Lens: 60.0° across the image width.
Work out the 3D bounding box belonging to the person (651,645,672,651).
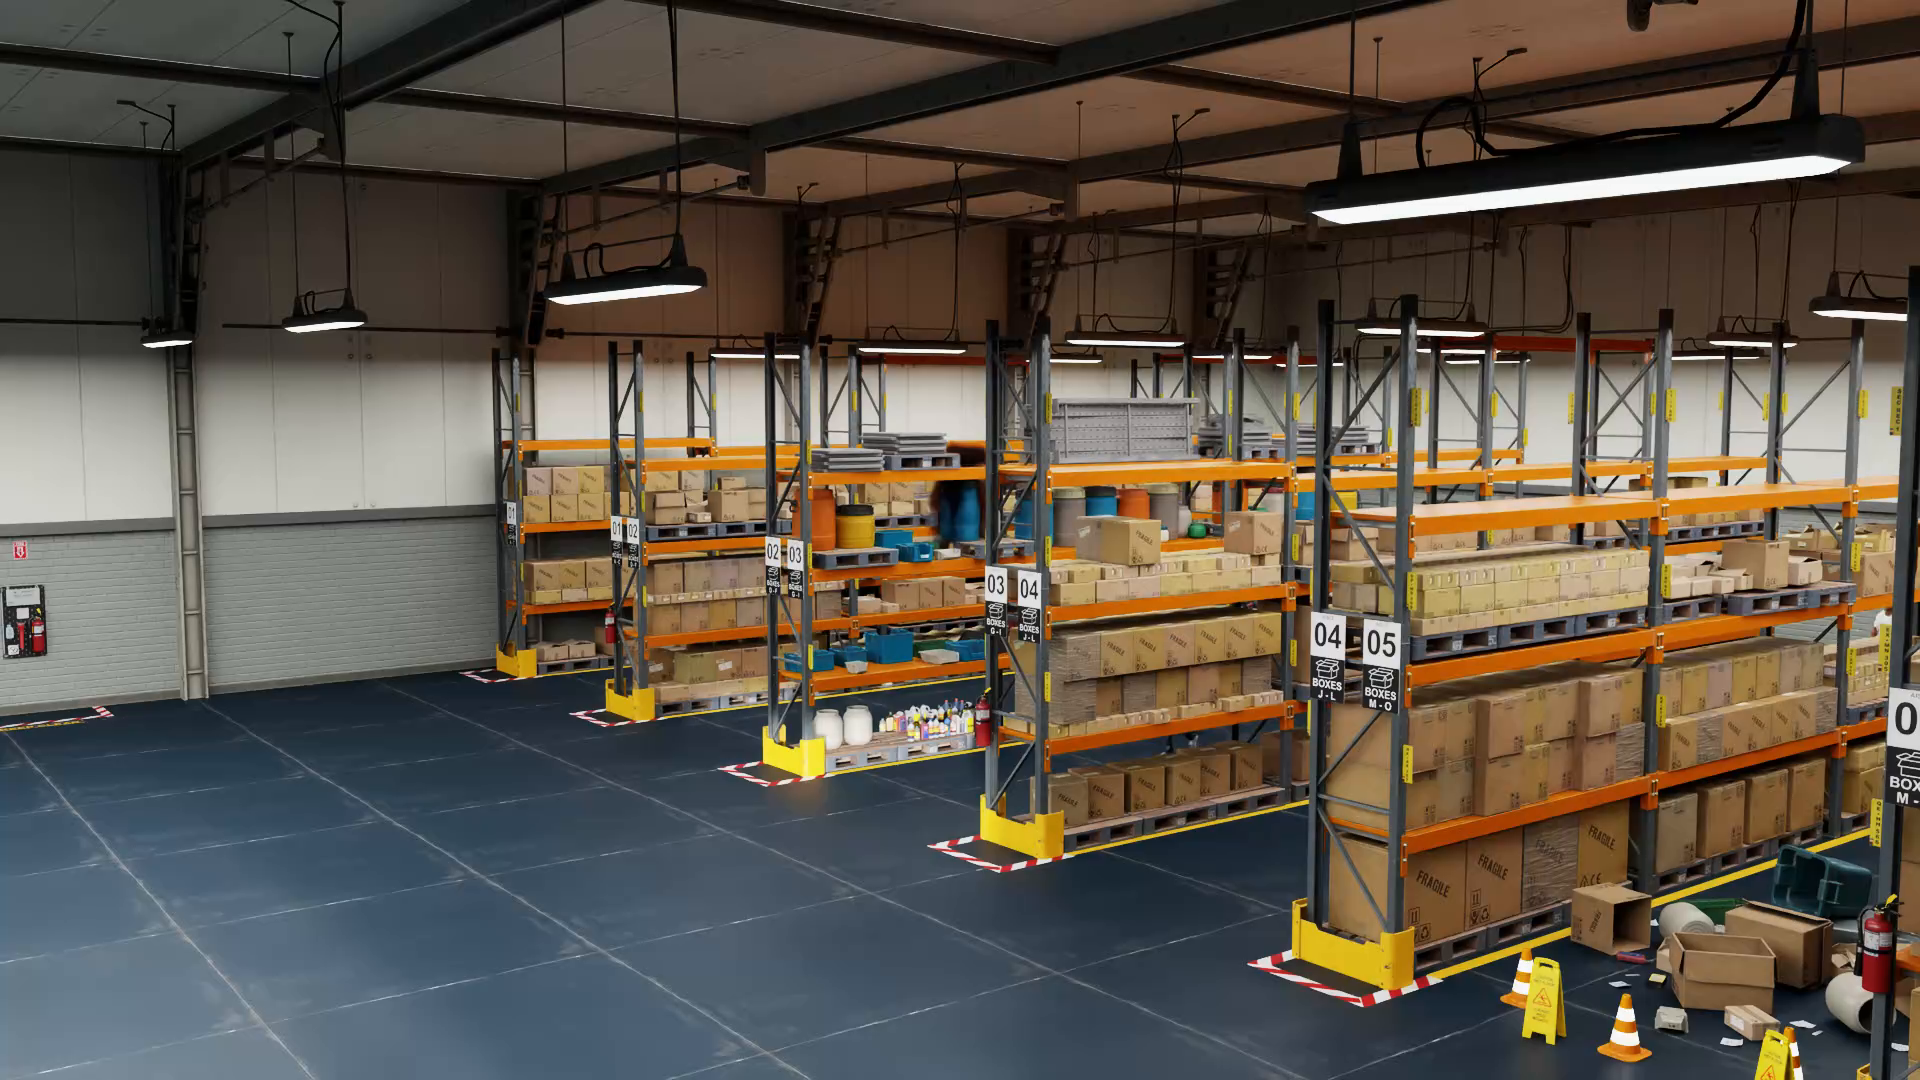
[{"bbox_3d":[-5.249,1.813,28.739,0.529,1.706,0.532,-1,5,-8],"label":"person"}]

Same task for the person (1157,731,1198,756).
[{"bbox_3d":[3.052,2.311,23.475,0.624,1.556,0.467,-4,7,-40],"label":"person"}]

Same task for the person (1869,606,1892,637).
[{"bbox_3d":[15.880,1.801,28.476,0.999,1.728,0.652,-4,7,-39],"label":"person"}]
